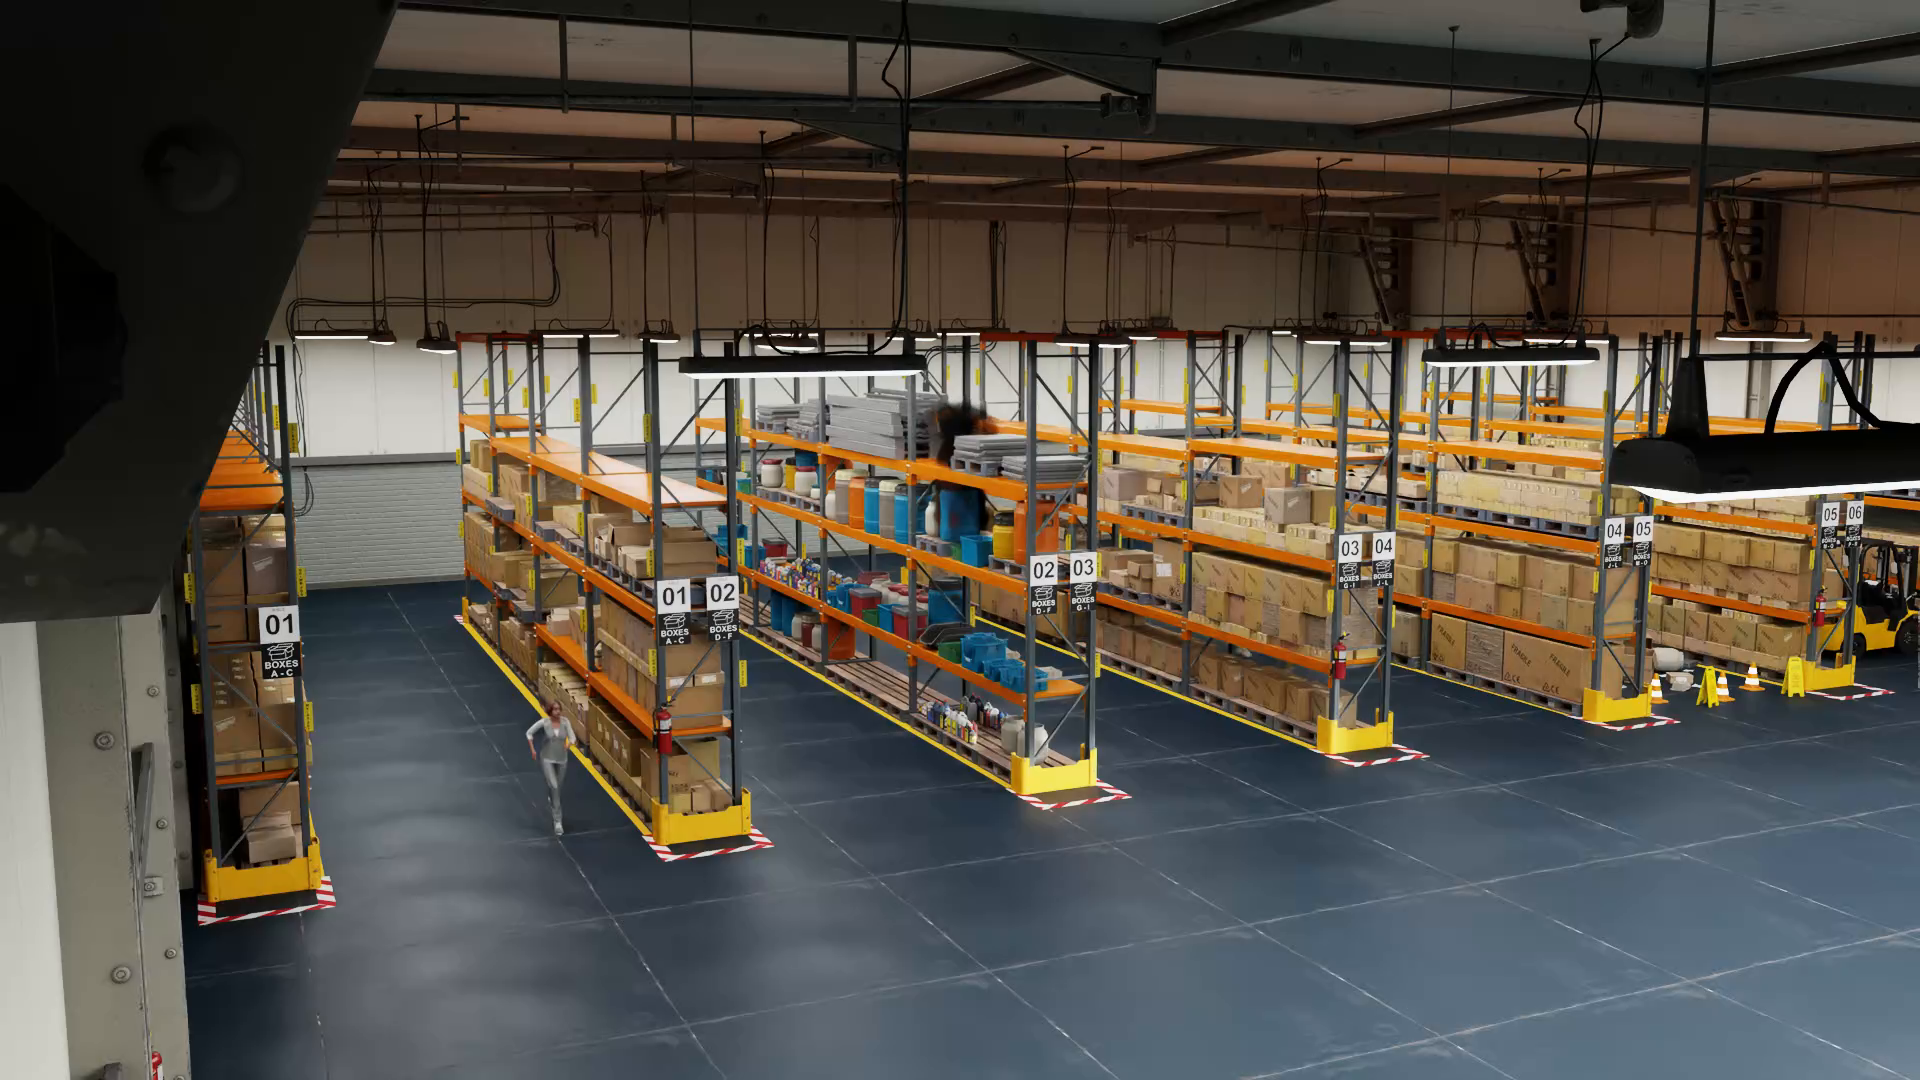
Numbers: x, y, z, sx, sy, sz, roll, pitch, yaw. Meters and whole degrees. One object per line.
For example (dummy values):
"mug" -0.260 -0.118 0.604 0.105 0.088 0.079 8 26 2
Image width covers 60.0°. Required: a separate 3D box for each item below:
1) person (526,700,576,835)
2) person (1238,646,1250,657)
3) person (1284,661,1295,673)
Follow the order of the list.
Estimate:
"person" -5.067 2.763 20.662 0.571 1.621 0.869 -4 9 -29
"person" 5.416 1.347 30.870 0.533 1.647 0.663 -5 9 -33
"person" 5.875 1.608 28.900 0.674 1.676 0.708 -3 8 -24
